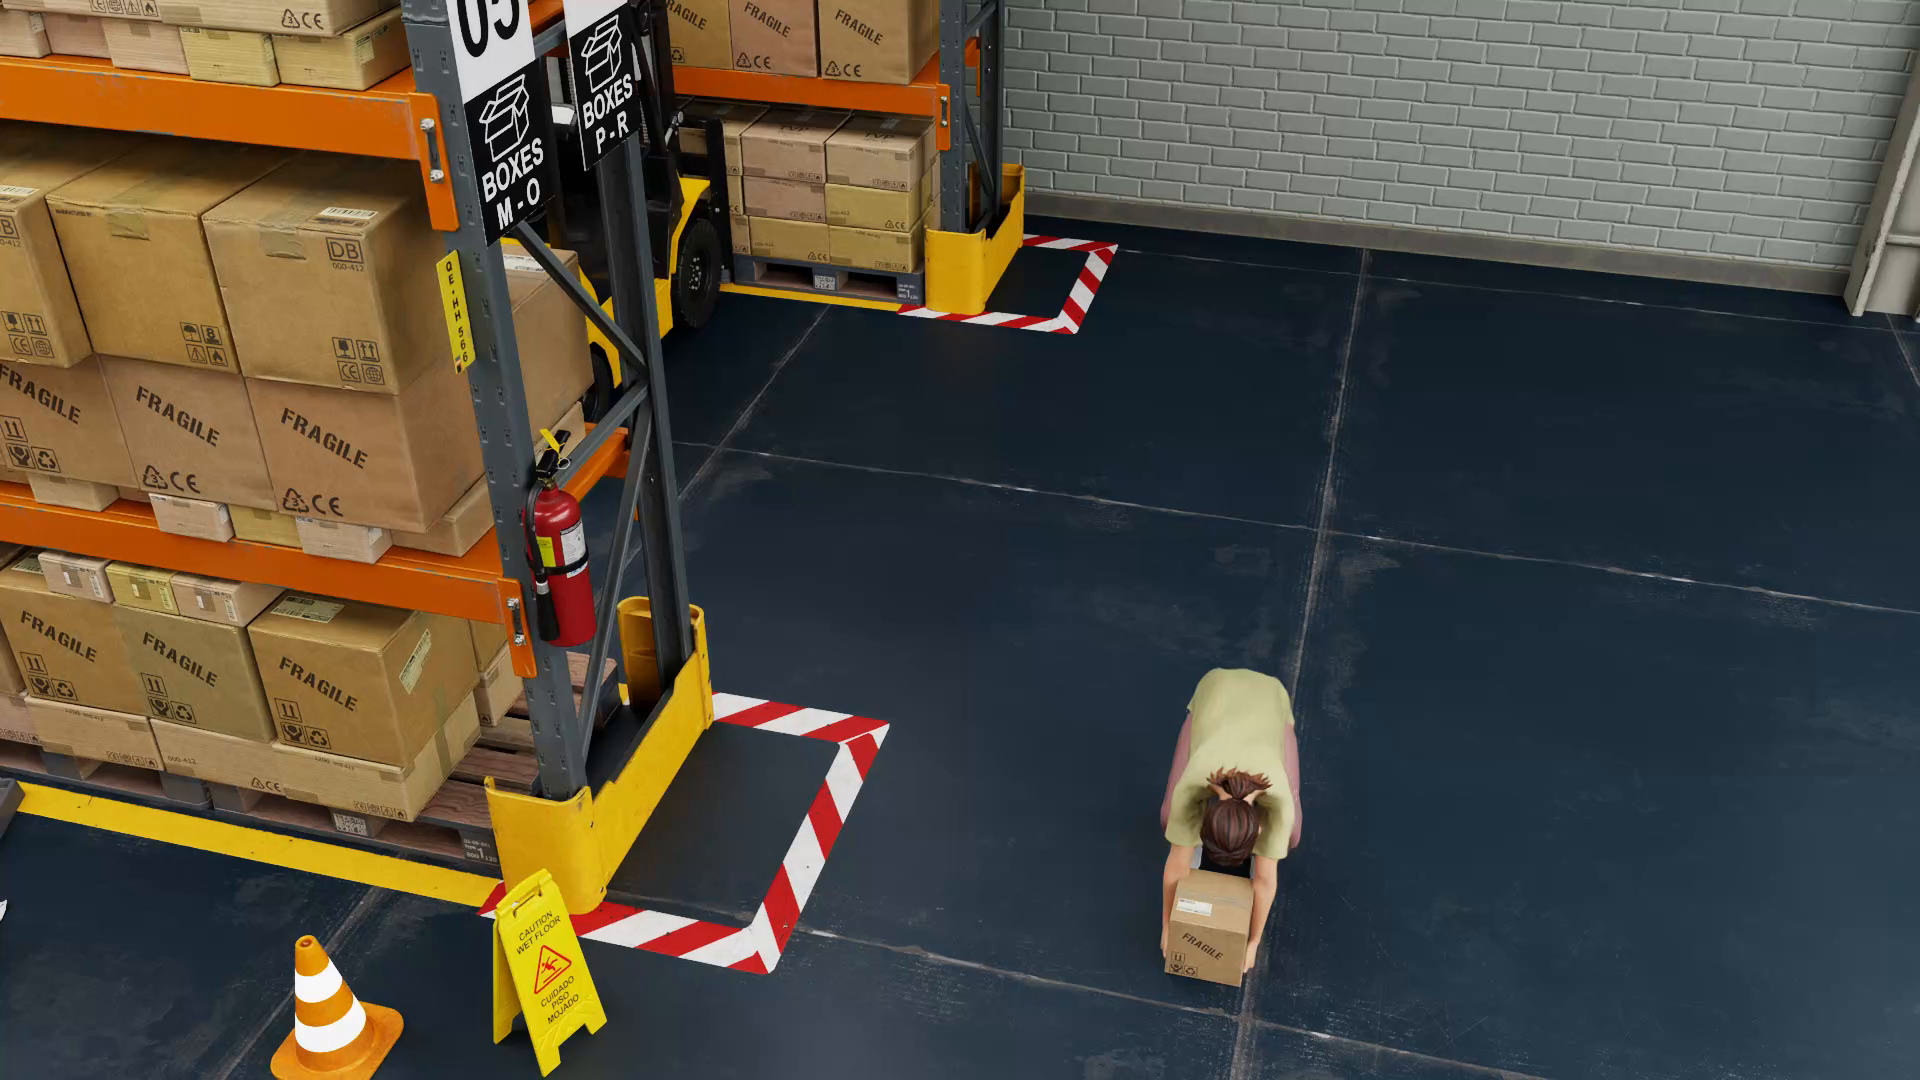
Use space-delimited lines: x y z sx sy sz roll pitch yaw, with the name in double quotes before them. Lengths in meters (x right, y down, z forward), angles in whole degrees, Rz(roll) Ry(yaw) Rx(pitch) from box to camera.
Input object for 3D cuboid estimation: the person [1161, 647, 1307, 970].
"person" 0.920 0.877 5.594 0.478 0.825 0.856 7 34 10
